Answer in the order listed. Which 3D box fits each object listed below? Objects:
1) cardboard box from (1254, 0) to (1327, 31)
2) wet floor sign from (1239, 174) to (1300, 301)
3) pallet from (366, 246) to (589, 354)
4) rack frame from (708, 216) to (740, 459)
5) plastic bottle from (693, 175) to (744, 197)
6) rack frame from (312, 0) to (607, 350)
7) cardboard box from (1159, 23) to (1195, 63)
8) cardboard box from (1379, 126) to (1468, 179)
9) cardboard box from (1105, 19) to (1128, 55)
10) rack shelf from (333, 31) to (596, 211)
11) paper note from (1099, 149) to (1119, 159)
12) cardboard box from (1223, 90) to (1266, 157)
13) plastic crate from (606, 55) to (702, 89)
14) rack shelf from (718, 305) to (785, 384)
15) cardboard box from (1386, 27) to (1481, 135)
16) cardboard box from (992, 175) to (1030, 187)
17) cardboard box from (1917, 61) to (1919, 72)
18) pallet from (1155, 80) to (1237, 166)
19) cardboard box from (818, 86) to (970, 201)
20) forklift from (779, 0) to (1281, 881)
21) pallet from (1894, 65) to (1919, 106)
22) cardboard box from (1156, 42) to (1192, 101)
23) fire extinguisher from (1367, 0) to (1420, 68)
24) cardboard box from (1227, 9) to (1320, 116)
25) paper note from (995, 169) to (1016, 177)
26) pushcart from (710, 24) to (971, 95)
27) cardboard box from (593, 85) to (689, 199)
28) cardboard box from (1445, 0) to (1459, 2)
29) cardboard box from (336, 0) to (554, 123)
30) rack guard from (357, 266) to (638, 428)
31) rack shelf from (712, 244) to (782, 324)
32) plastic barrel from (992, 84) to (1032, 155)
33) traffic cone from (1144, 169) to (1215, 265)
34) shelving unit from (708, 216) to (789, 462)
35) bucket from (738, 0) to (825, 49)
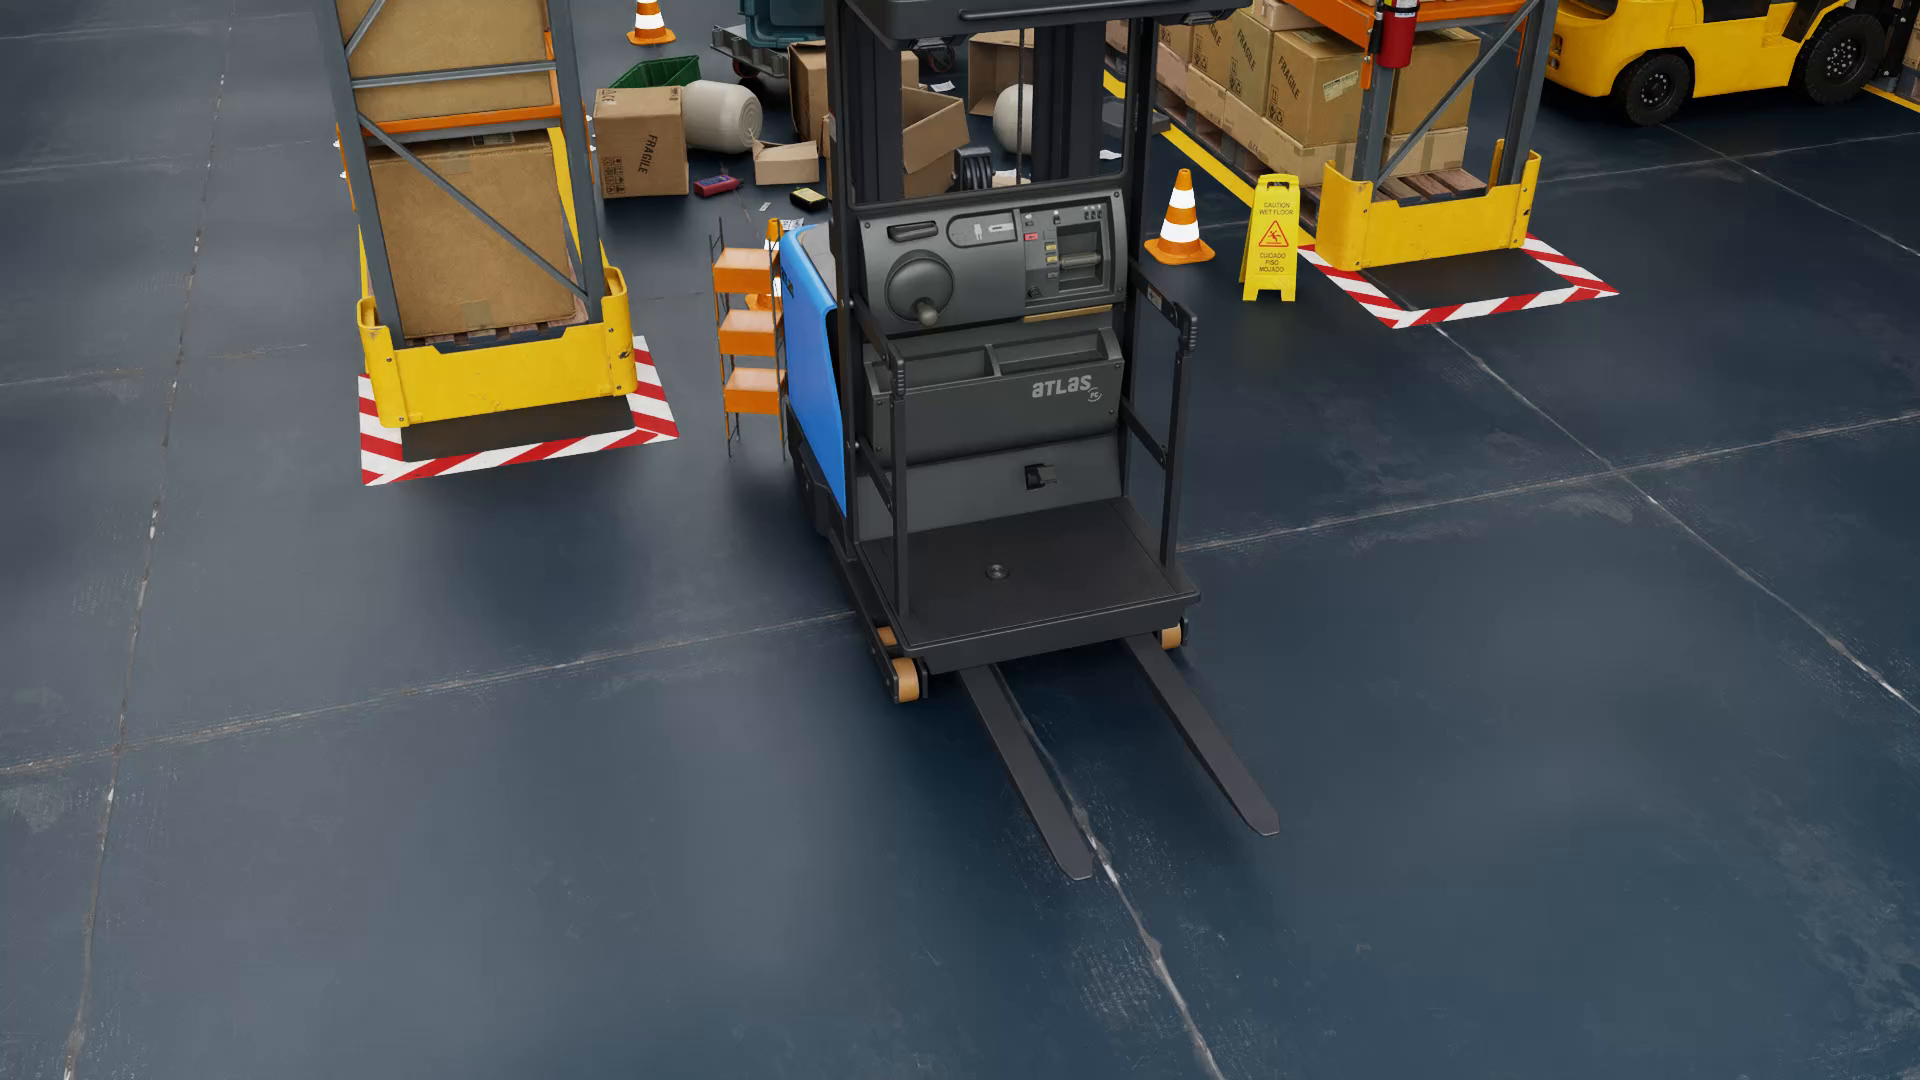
[{"bbox_3d":[1.898,-3.004,9.420,0.380,0.149,0.250,-9,35,-13],"label":"cardboard box"},{"bbox_3d":[1.606,-1.572,8.544,0.267,0.644,0.232,1,33,2],"label":"wet floor sign"},{"bbox_3d":[-2.435,-1.192,8.362,1.003,0.211,1.213,-10,35,-15],"label":"pallet"},{"bbox_3d":[-1.001,-0.847,7.080,0.008,1.050,0.200,3,34,5],"label":"rack frame"},{"bbox_3d":[-1.432,-2.117,9.898,0.283,0.061,0.133,-23,40,-31],"label":"plastic bottle"},{"bbox_3d":[-2.116,-1.949,6.978,1.000,3.000,0.127,-10,35,-15],"label":"rack frame"},{"bbox_3d":[1.601,-3.368,10.560,0.500,0.500,0.500,-8,34,-12],"label":"cardboard box"},{"bbox_3d":[2.584,-2.332,9.672,0.500,0.250,0.500,-10,35,-15],"label":"cardboard box"},{"bbox_3d":[1.270,-3.607,11.601,0.500,0.250,0.500,-12,35,-17],"label":"cardboard box"},{"bbox_3d":[-2.726,-2.699,8.766,1.077,0.370,4.000,-10,35,-15],"label":"rack shelf"},{"bbox_3d":[0.904,-2.408,10.366,0.142,0.019,0.148,-23,40,-31],"label":"paper note"},{"bbox_3d":[1.914,-2.515,9.948,0.500,0.250,0.500,-10,35,-15],"label":"cardboard box"},{"bbox_3d":[-2.036,-3.029,11.111,0.450,0.188,0.662,-2,32,16],"label":"plastic crate"},{"bbox_3d":[-0.880,-0.831,7.074,0.240,0.259,0.215,3,34,5],"label":"rack shelf"},{"bbox_3d":[2.577,-2.657,9.484,0.500,0.500,0.500,-11,35,-16],"label":"cardboard box"},{"bbox_3d":[0.244,-1.993,9.631,0.380,0.149,0.250,7,34,10],"label":"cardboard box"},{"bbox_3d":[6.706,-3.155,10.917,0.500,0.250,0.500,-10,35,-15],"label":"cardboard box"},{"bbox_3d":[1.961,-2.783,10.769,1.003,0.211,1.213,-10,35,-15],"label":"pallet"},{"bbox_3d":[-0.380,-2.289,9.758,0.637,0.503,0.797,19,38,26],"label":"cardboard box"},{"bbox_3d":[0.190,-0.896,5.447,1.130,2.935,3.031,-10,35,-15],"label":"forklift"},{"bbox_3d":[7.020,-2.902,10.950,1.003,0.211,1.213,-10,35,-15],"label":"pallet"},{"bbox_3d":[1.608,-3.051,10.759,0.500,0.250,0.500,-10,35,-15],"label":"cardboard box"},{"bbox_3d":[2.163,-2.664,8.131,0.296,0.674,0.183,-10,35,-15],"label":"fire extinguisher"},{"bbox_3d":[1.912,-2.825,9.738,0.500,0.500,0.500,-9,34,-13],"label":"cardboard box"},{"bbox_3d":[0.267,-2.223,10.097,0.148,0.019,0.142,1,33,2],"label":"paper note"},{"bbox_3d":[-0.809,-3.431,11.599,1.648,0.377,0.936,-23,40,-31],"label":"pushcart"},{"bbox_3d":[-1.886,-2.364,9.873,0.500,0.500,0.500,-4,34,-6],"label":"cardboard box"},{"bbox_3d":[2.661,-2.943,8.710,0.380,0.149,0.250,-10,35,-15],"label":"cardboard box"},{"bbox_3d":[-2.273,-2.198,7.220,0.875,0.550,0.550,-10,35,-15],"label":"cardboard box"},{"bbox_3d":[-2.109,-0.893,7.648,1.175,0.500,0.348,-10,35,-15],"label":"rack guard"},{"bbox_3d":[-0.880,-1.068,6.918,0.240,0.259,0.215,3,34,5],"label":"rack shelf"},{"bbox_3d":[0.495,-2.589,10.284,0.512,0.421,0.421,13,36,18],"label":"plastic barrel"},{"bbox_3d":[1.207,-1.785,9.031,0.336,0.463,0.334,-10,35,-15],"label":"traffic cone"},{"bbox_3d":[-0.880,-0.840,7.068,0.252,1.050,0.215,3,34,5],"label":"shelving unit"},{"bbox_3d":[-1.099,-3.633,11.118,0.726,0.611,0.620,1,23,2],"label":"bucket"}]
